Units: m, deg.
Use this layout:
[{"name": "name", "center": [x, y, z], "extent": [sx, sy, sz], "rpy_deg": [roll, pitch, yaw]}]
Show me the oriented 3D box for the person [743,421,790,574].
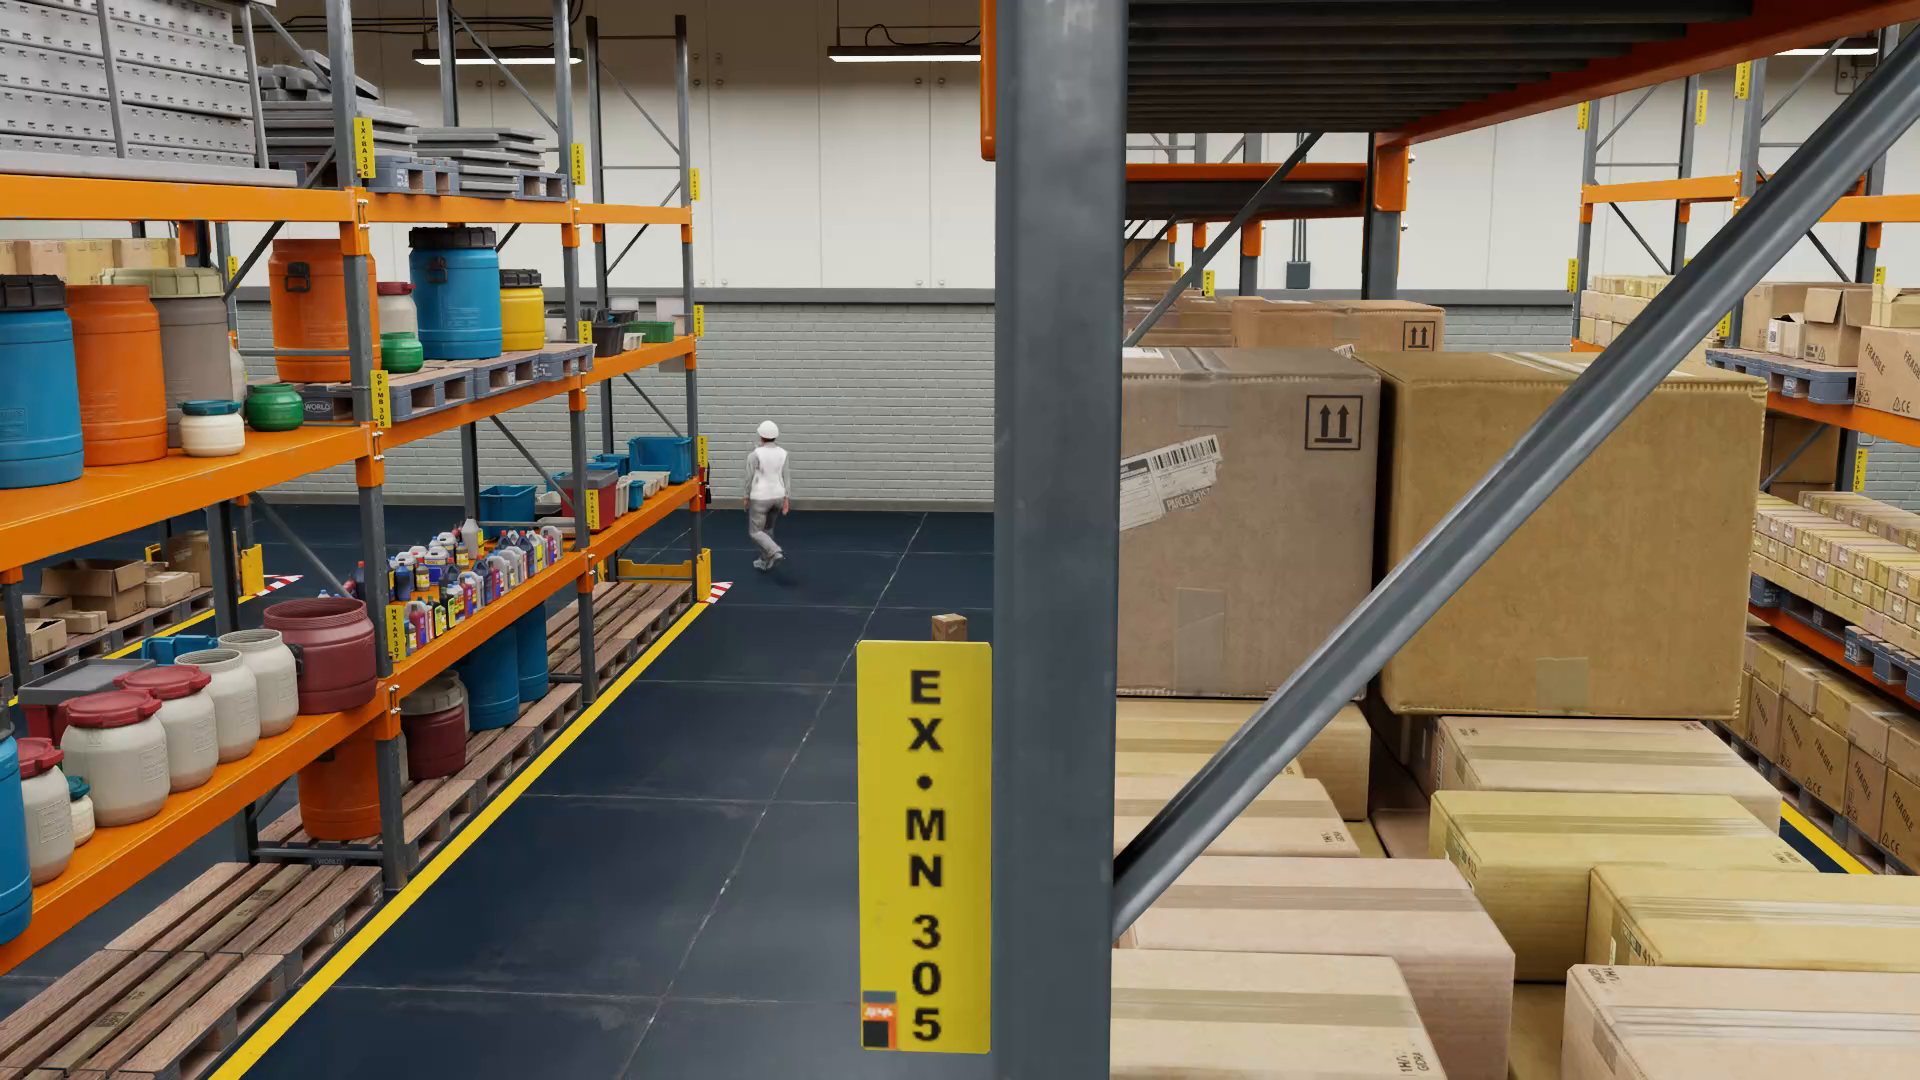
[{"name": "person", "center": [-2.177, -0.479, 18.849], "extent": [0.529, 1.747, 0.840], "rpy_deg": [-9, 14, -38]}]
